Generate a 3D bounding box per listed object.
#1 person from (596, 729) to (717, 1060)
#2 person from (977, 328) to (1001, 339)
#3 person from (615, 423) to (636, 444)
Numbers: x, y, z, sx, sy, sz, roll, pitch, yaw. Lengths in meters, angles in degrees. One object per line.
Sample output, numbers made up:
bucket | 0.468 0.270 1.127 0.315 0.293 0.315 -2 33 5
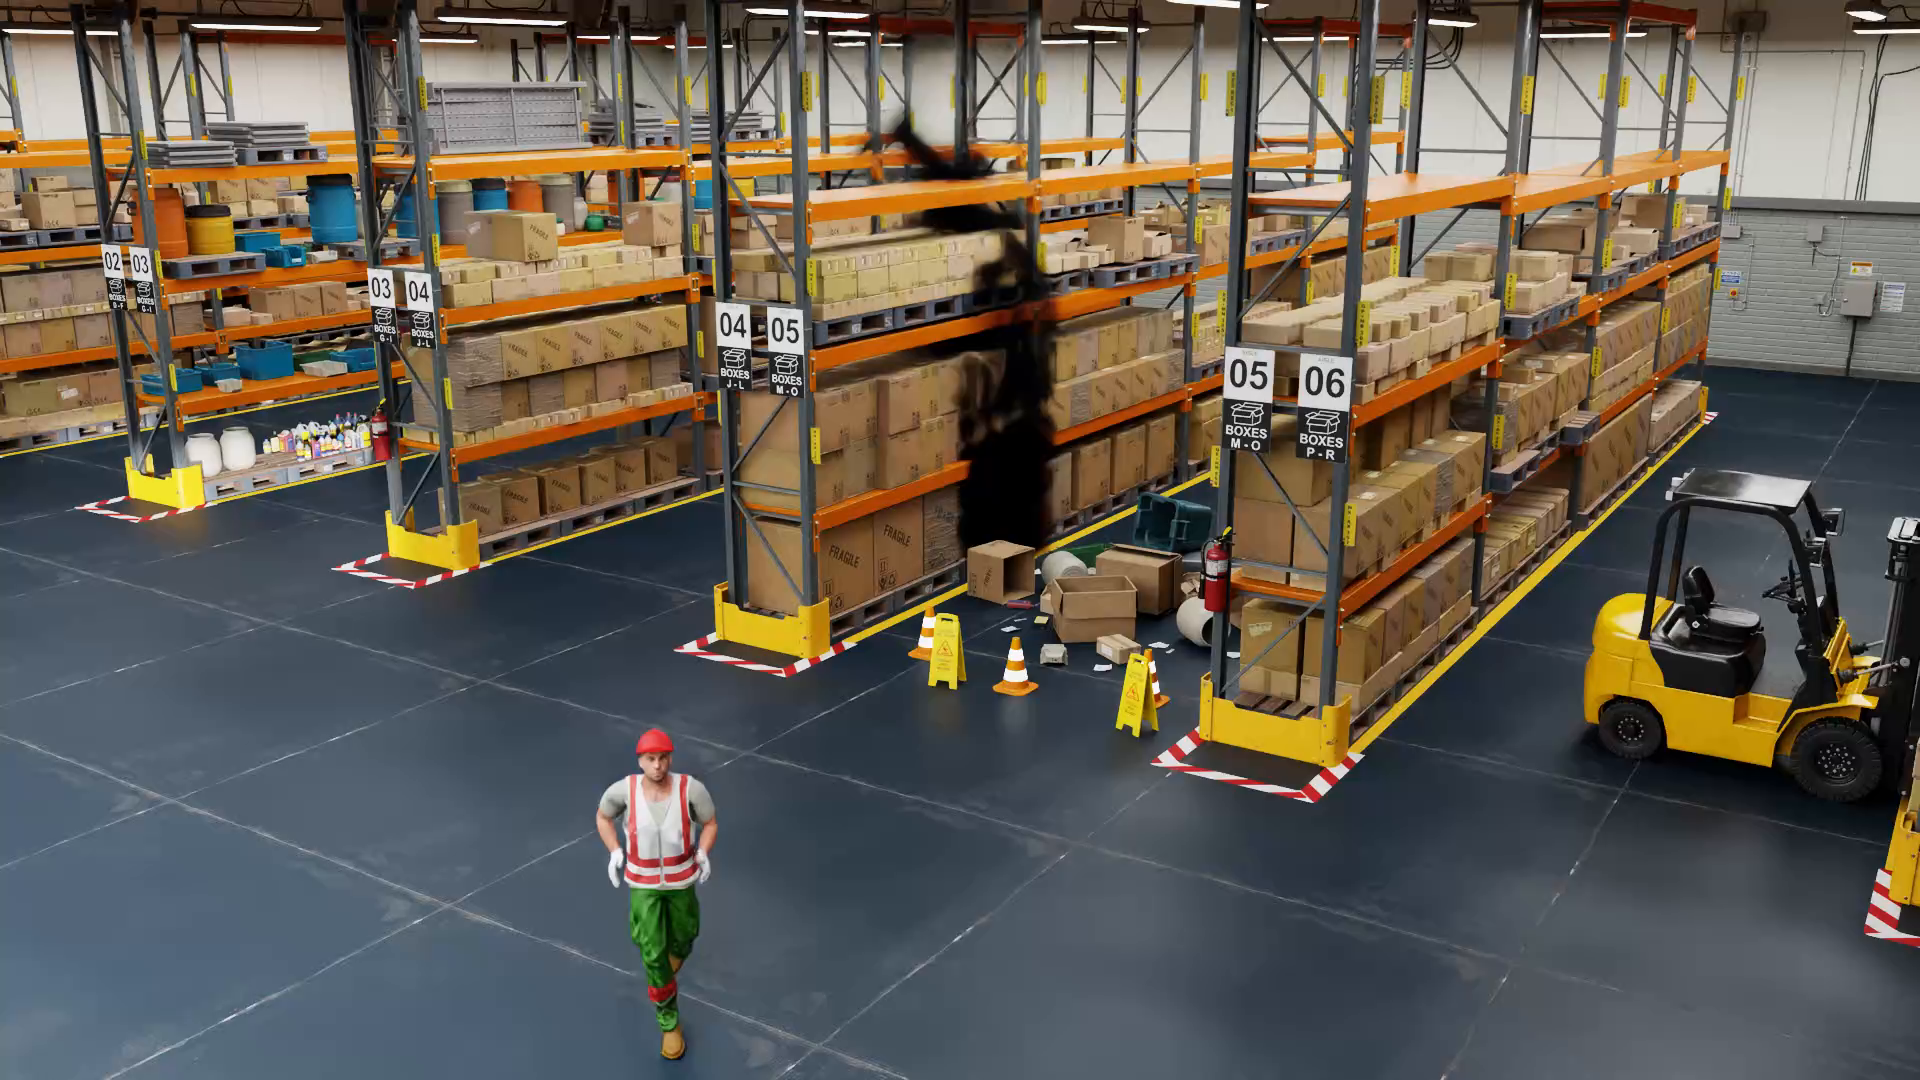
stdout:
person | -1.663 1.876 9.221 0.655 1.778 0.872 -4 16 -13
person | 0.433 -2.376 24.445 0.631 1.823 0.694 9 18 28
person | -4.805 -2.056 23.477 0.557 1.731 0.816 7 17 23
